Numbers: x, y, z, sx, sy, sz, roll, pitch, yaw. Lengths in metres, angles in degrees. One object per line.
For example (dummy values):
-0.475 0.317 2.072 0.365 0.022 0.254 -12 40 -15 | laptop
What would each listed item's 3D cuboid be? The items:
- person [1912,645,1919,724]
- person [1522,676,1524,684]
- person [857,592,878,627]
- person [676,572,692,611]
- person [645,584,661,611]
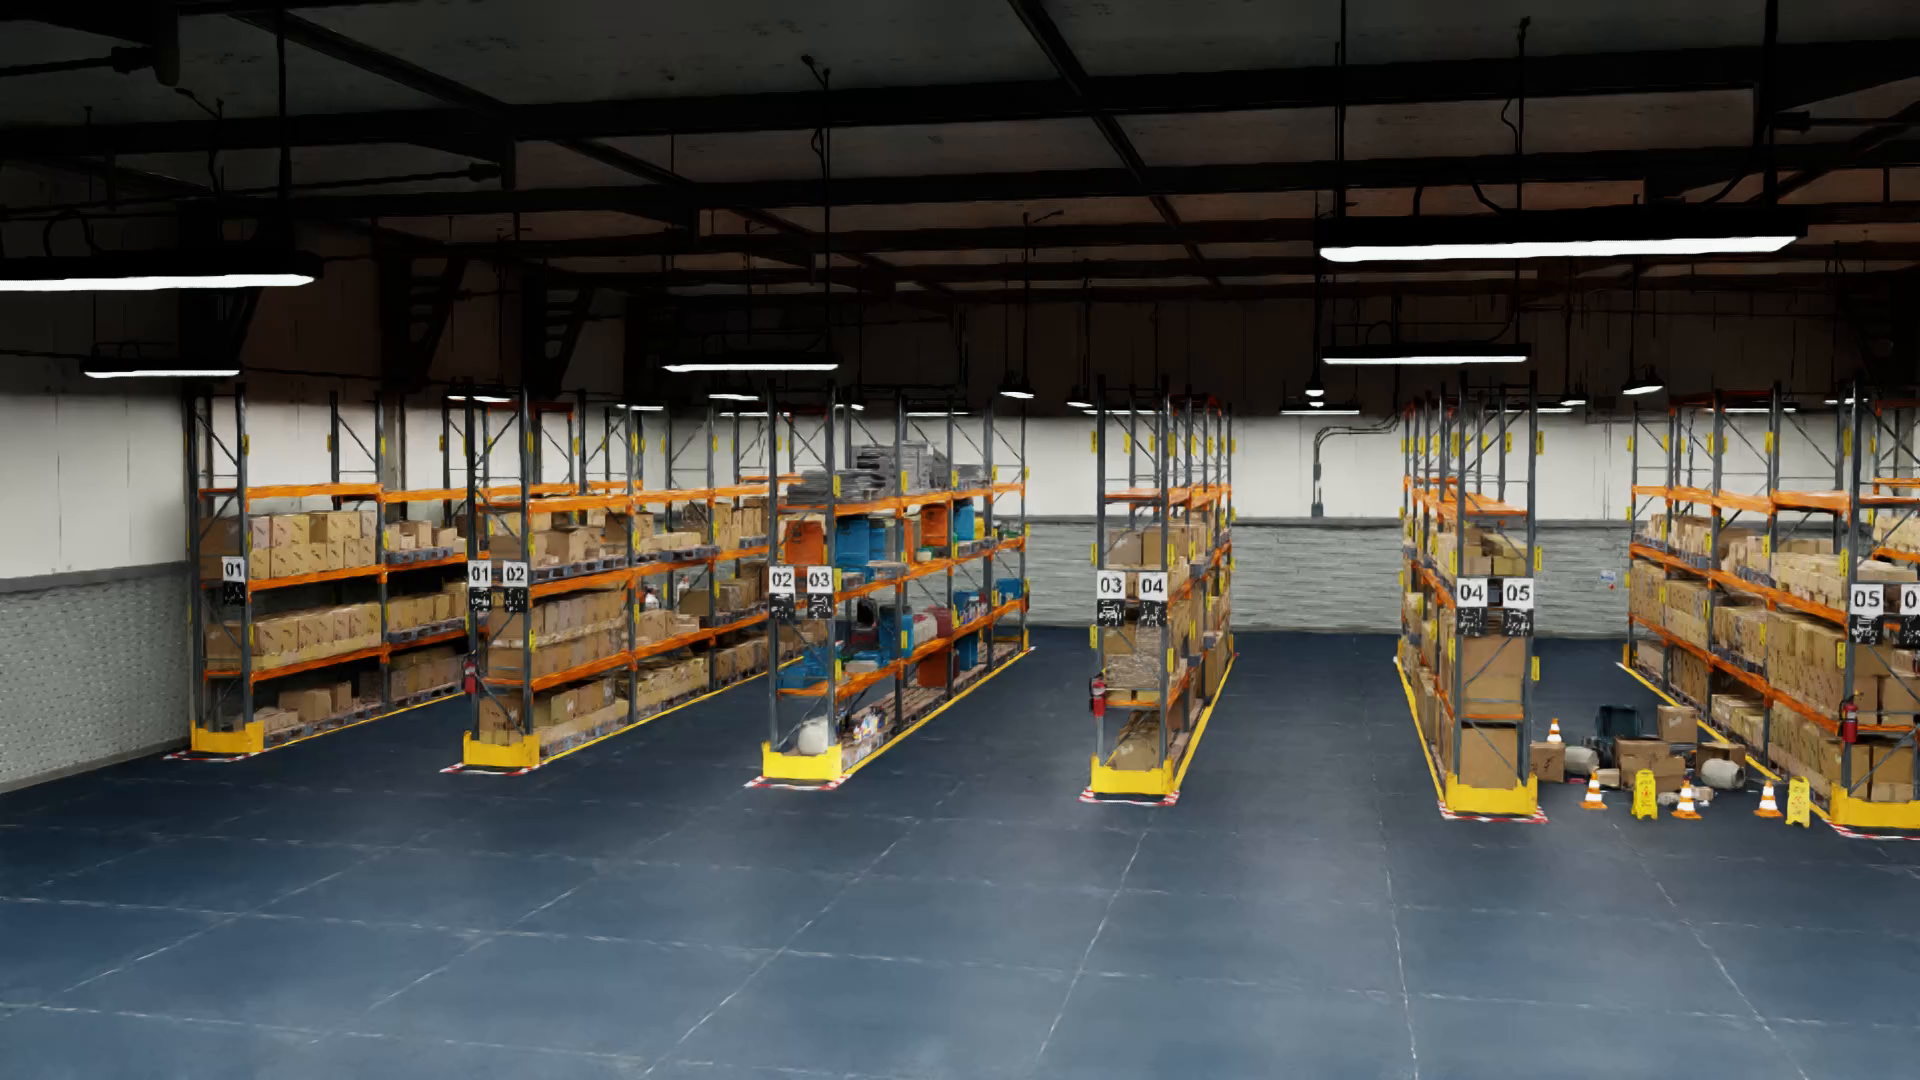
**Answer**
16.580 2.453 28.718 0.570 1.786 0.653 3 4 38 | person
11.657 2.119 34.855 0.586 1.746 0.654 3 5 44 | person
-2.177 1.935 39.056 0.555 1.673 1.029 1 3 11 | person
-7.143 1.674 43.392 0.672 1.675 0.516 -3 5 -44 | person
-7.378 1.884 39.791 0.390 1.664 0.610 0 3 1 | person
